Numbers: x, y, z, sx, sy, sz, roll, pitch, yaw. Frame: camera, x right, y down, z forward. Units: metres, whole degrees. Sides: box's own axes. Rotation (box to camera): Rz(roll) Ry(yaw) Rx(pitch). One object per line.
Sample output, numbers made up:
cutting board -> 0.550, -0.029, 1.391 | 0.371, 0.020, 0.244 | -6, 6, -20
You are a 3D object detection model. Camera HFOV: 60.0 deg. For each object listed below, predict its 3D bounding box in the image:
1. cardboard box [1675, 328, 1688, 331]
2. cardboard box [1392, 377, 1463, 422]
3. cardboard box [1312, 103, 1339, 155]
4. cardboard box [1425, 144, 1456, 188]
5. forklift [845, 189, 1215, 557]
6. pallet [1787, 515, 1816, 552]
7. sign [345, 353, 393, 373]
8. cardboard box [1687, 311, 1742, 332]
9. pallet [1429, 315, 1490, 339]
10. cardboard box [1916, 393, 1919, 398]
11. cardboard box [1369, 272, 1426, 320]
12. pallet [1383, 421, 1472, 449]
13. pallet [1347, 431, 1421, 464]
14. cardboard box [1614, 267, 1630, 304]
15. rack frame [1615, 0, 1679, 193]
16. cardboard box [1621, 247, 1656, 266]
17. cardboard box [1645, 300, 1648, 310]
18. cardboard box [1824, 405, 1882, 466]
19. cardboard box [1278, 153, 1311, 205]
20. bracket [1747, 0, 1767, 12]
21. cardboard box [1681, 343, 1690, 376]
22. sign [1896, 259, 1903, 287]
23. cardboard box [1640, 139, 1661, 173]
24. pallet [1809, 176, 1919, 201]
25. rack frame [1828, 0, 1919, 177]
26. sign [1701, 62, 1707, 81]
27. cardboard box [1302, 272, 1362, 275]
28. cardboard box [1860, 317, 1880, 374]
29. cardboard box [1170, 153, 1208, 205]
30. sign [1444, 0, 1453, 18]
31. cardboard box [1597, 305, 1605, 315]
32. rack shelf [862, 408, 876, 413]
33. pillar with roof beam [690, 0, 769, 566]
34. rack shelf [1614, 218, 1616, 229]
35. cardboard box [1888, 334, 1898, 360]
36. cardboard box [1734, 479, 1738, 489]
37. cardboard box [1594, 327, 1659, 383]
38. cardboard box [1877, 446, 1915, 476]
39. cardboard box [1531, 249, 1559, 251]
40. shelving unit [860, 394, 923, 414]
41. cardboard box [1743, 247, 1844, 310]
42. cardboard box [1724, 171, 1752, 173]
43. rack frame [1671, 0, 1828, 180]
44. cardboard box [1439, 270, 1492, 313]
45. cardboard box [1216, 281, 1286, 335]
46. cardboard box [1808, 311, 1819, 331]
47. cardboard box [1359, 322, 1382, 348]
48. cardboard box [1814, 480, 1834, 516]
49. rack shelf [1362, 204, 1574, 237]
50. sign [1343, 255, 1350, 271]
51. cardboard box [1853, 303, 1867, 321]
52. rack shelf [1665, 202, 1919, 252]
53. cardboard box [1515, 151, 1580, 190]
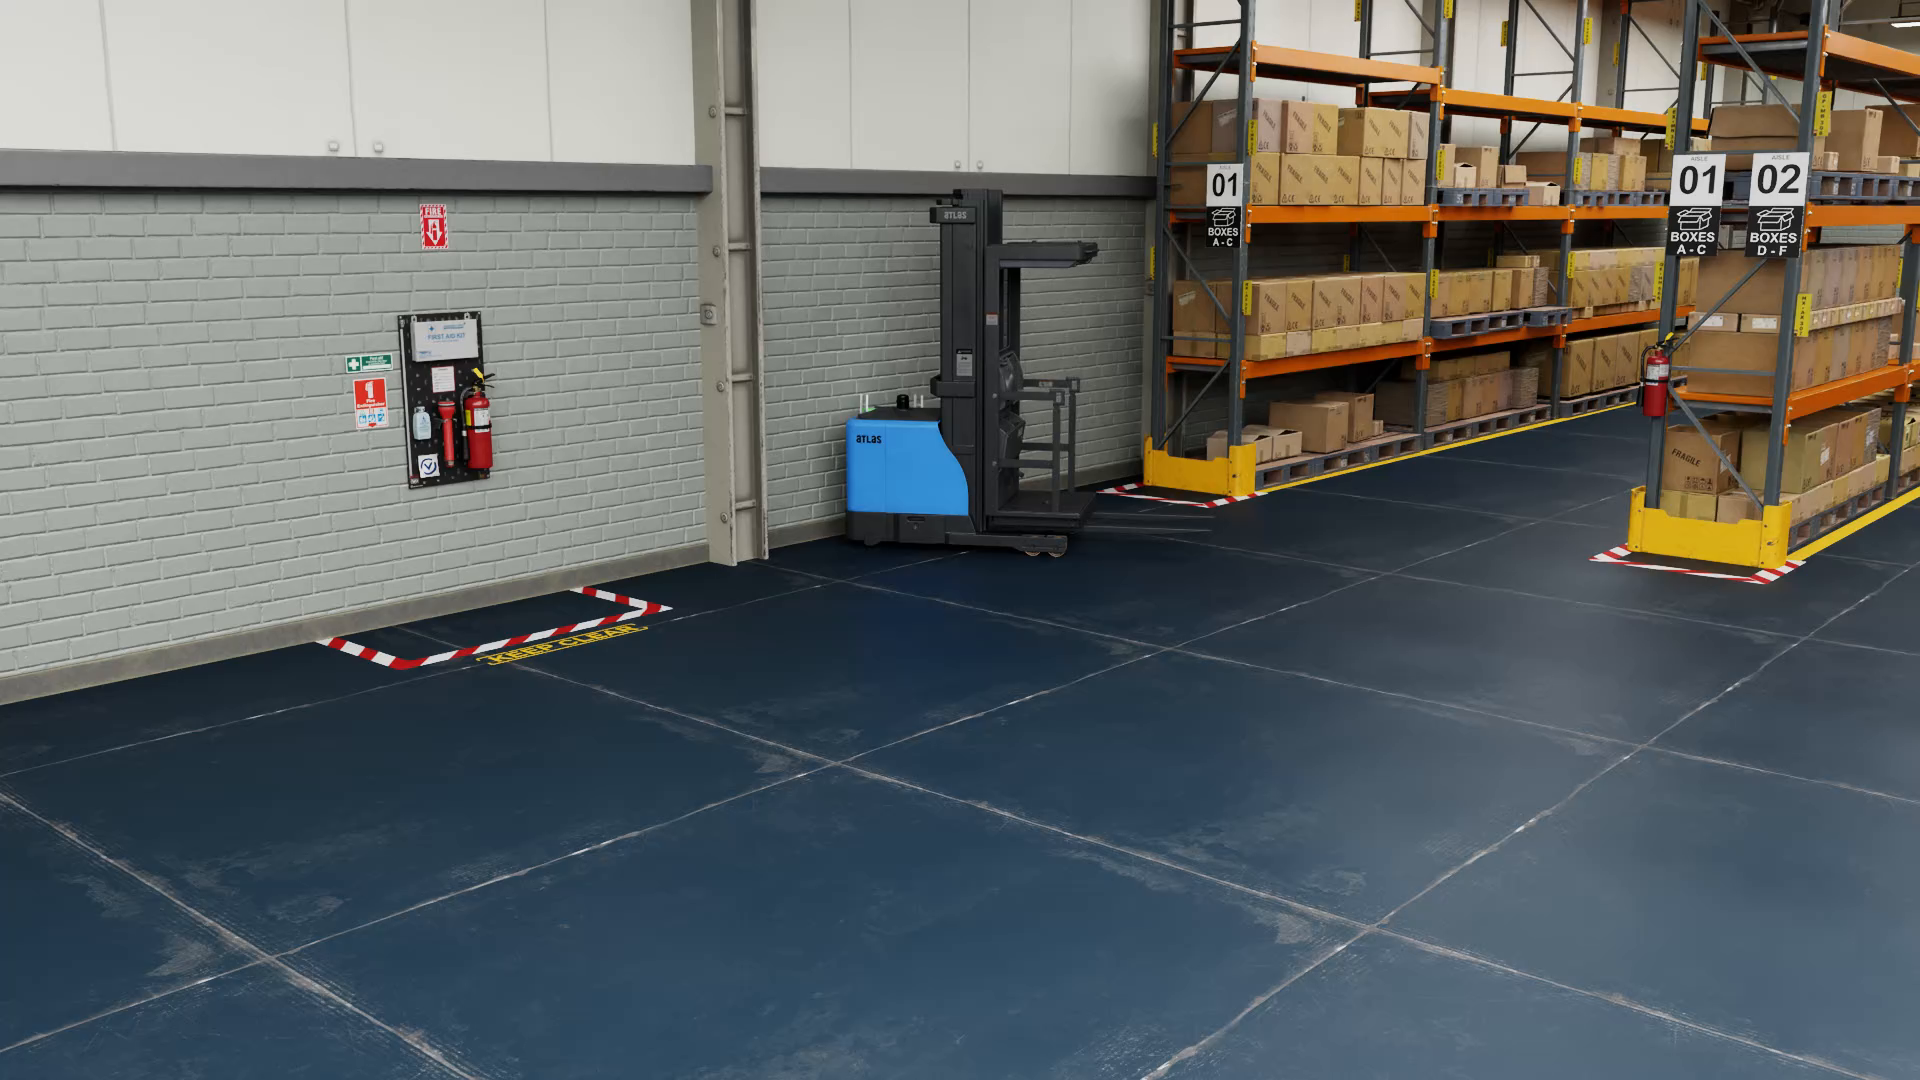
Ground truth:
cardboard box -> 11.629, -3.375, 27.104 | 0.380, 0.149, 0.250 | 10, 15, 41
cardboard box -> 5.775, -1.753, 20.587 | 0.700, 0.500, 0.500 | 9, 15, 39
cardboard box -> 3.494, -4.171, 16.917 | 0.500, 0.500, 0.500 | 10, 15, 42
cardboard box -> 5.419, -4.366, 19.425 | 0.500, 0.500, 0.500 | -9, 15, -39
forklift -> 0.611, -1.414, 13.806 | 3.031, 2.935, 1.130 | 2, 12, 11
pallet -> 6.555, -0.092, 14.132 | 1.003, 0.211, 1.213 | 10, 15, 40
sign -> -3.883, -1.164, 10.934 | 0.001, 0.109, 0.331 | 10, 15, 40
cardboard box -> 6.190, -1.789, 13.600 | 0.380, 0.149, 0.250 | 9, 15, 39
pallet -> 5.612, -2.569, 19.906 | 1.003, 0.211, 1.213 | 10, 15, 40
cardboard box -> 10.863, -1.465, 18.402 | 0.500, 0.311, 0.500 | 9, 15, 39
cardboard box -> 4.919, -2.764, 18.810 | 0.500, 0.500, 0.500 | 10, 15, 40
pallet -> 5.511, -1.317, 20.266 | 1.003, 0.211, 1.213 | 10, 15, 40
pallet -> 4.582, -1.099, 19.174 | 1.003, 0.211, 1.213 | 10, 15, 40
cardboard box -> 9.171, -3.628, 23.650 | 0.500, 0.500, 0.500 | 10, 15, 42
rack frame -> 10.279, -6.689, 24.724 | 1.000, 3.000, 0.127 | 10, 15, 40
cardboard box -> 9.818, -4.143, 24.317 | 0.500, 0.250, 0.500 | 10, 15, 42
cardboard box -> 9.915, -3.475, 24.539 | 0.380, 0.149, 0.250 | 10, 15, 42
cardboard box -> 8.241, -0.987, 15.526 | 0.500, 0.500, 0.500 | 10, 15, 40
cardboard box -> 3.148, -3.602, 16.624 | 0.500, 0.500, 0.500 | -11, 16, -44
bracket -> 14.045, -9.444, 29.331 | 0.235, 0.232, 0.430 | 10, 15, 40
cardboard box -> 11.184, -2.897, 26.368 | 0.700, 0.500, 0.500 | 10, 15, 40
sign -> 10.948, -3.116, 19.400 | 0.100, 0.325, 0.005 | 10, 15, 40
cardboard box -> 10.565, -5.900, 25.574 | 0.500, 0.500, 0.500 | 10, 15, 40
pallet -> 8.178, -3.228, 15.285 | 1.003, 0.211, 1.213 | 10, 15, 40
rack frame -> 8.722, -4.872, 15.627 | 1.000, 3.000, 0.127 | 10, 15, 40
sign -> 12.507, -7.886, 27.927 | 0.100, 0.325, 0.005 | 10, 15, 40
cardboard box -> 4.187, -2.756, 18.768 | 0.500, 0.500, 0.500 | 10, 15, 40
cardboard box -> 8.090, -1.834, 15.481 | 0.700, 0.500, 0.500 | 10, 15, 40
cardboard box -> 2.443, -3.605, 16.638 | 0.500, 0.500, 0.500 | -11, 16, -43
sign -> 5.394, -5.936, 18.367 | 0.100, 0.325, 0.005 | 10, 15, 40
cardboard box -> 8.858, -3.256, 23.446 | 0.380, 0.149, 0.250 | 10, 15, 41
rack shelf -> -0.596, -1.074, 14.406 | 0.480, 0.148, 0.258 | -1, 7, -17
pillar with roof beam -> 1.443, -3.699, 9.754 | 9.100, 9.000, 0.400 | 10, 15, 40
rack shelf -> 11.599, -5.159, 26.562 | 1.077, 0.370, 4.000 | 10, 15, 40
cardboard box -> 9.014, -1.934, 16.620 | 0.500, 0.250, 0.500 | 11, 16, 44
cardboard box -> 6.534, -0.391, 14.459 | 0.500, 0.250, 0.500 | 10, 15, 40
cardboard box -> 9.948, -2.786, 24.918 | 0.750, 0.750, 0.750 | 10, 15, 41
cardboard box -> 9.174, -0.815, 16.580 | 0.500, 0.250, 0.500 | 9, 15, 39
cardboard box -> 8.088, -3.907, 23.132 | 0.500, 0.250, 0.500 | 9, 14, 39
shelving unit -> -0.601, -0.661, 14.455 | 0.503, 1.200, 0.258 | -1, 7, -17
cardboard box -> 7.109, -2.254, 14.269 | 0.700, 0.500, 0.500 | 10, 15, 41
cardboard box -> 6.643, -3.217, 13.953 | 0.500, 0.250, 0.500 | 10, 15, 40
rack frame -> 6.081, -4.283, 12.681 | 1.000, 3.000, 0.127 | 10, 15, 40
cardboard box -> 6.145, -3.087, 20.631 | 0.500, 0.500, 0.700 | -10, 15, -40
cardboard box -> 2.899, -2.317, 16.569 | 0.500, 0.500, 0.500 | 10, 15, 40
cardboard box -> 6.840, -1.814, 13.724 | 0.380, 0.149, 0.250 | 10, 15, 41
cardboard box -> 4.258, -2.249, 18.144 | 0.500, 0.250, 0.500 | 10, 15, 40
cardboard box -> 7.260, -0.397, 14.486 | 0.500, 0.250, 0.500 | 10, 15, 40
rack shelf -> 6.318, -3.982, 20.669 | 1.077, 0.370, 4.000 | 10, 15, 40
sign -> 4.579, -3.209, 19.662 | 0.100, 0.325, 0.005 | 10, 15, 40
cardboard box -> 7.864, -2.043, 14.868 | 0.380, 0.149, 0.250 | 10, 15, 42
rack shelf -> 7.402, -2.754, 14.518 | 1.077, 0.370, 4.000 | 10, 15, 40
cardboard box -> 7.910, -4.971, 22.406 | 0.700, 0.500, 0.500 | 8, 14, 36
